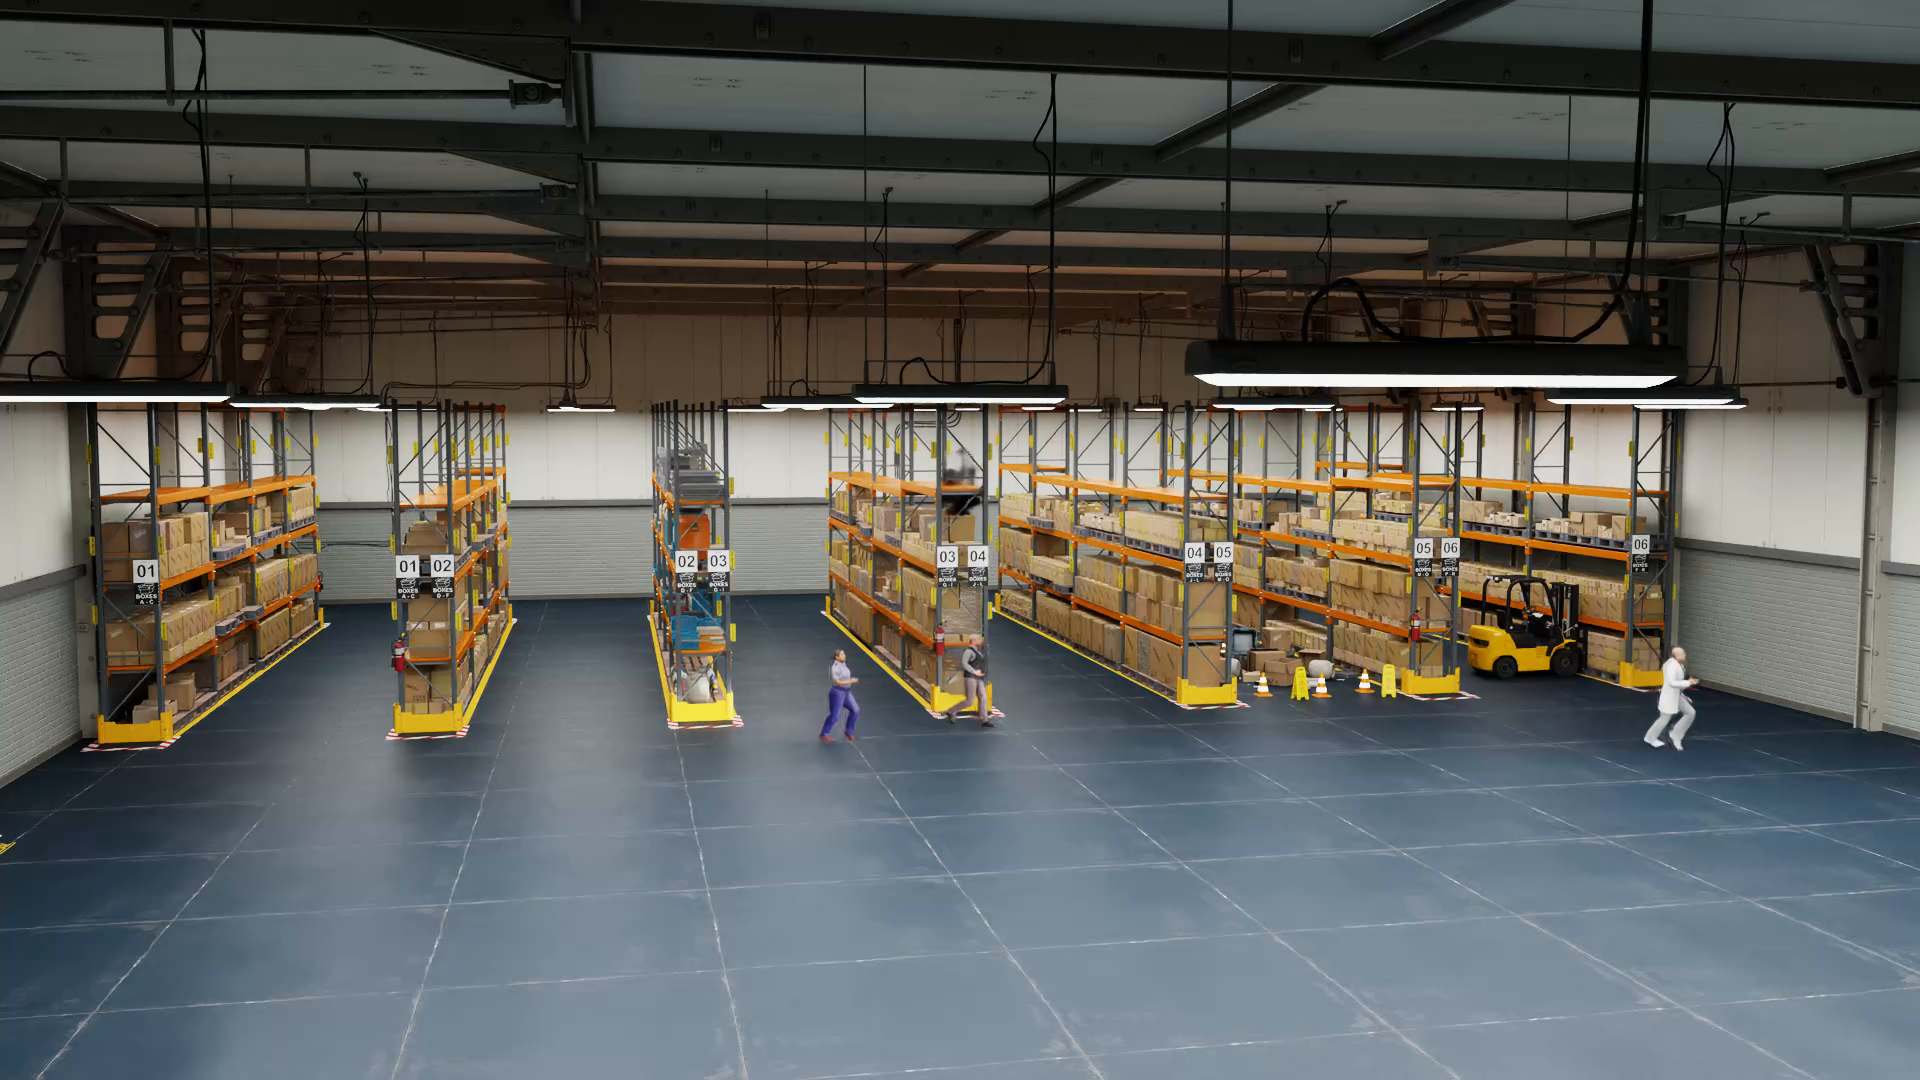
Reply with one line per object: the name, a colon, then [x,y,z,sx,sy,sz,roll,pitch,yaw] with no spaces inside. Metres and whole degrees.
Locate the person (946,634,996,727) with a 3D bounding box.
person: [0.274,2.569,30.473,0.965,1.689,0.712,2,5,26]

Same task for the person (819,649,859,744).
person: [-2.071,2.740,28.900,0.732,1.691,0.598,2,5,21]

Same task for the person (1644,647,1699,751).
person: [12.140,2.704,28.351,0.893,1.781,0.751,3,6,39]
